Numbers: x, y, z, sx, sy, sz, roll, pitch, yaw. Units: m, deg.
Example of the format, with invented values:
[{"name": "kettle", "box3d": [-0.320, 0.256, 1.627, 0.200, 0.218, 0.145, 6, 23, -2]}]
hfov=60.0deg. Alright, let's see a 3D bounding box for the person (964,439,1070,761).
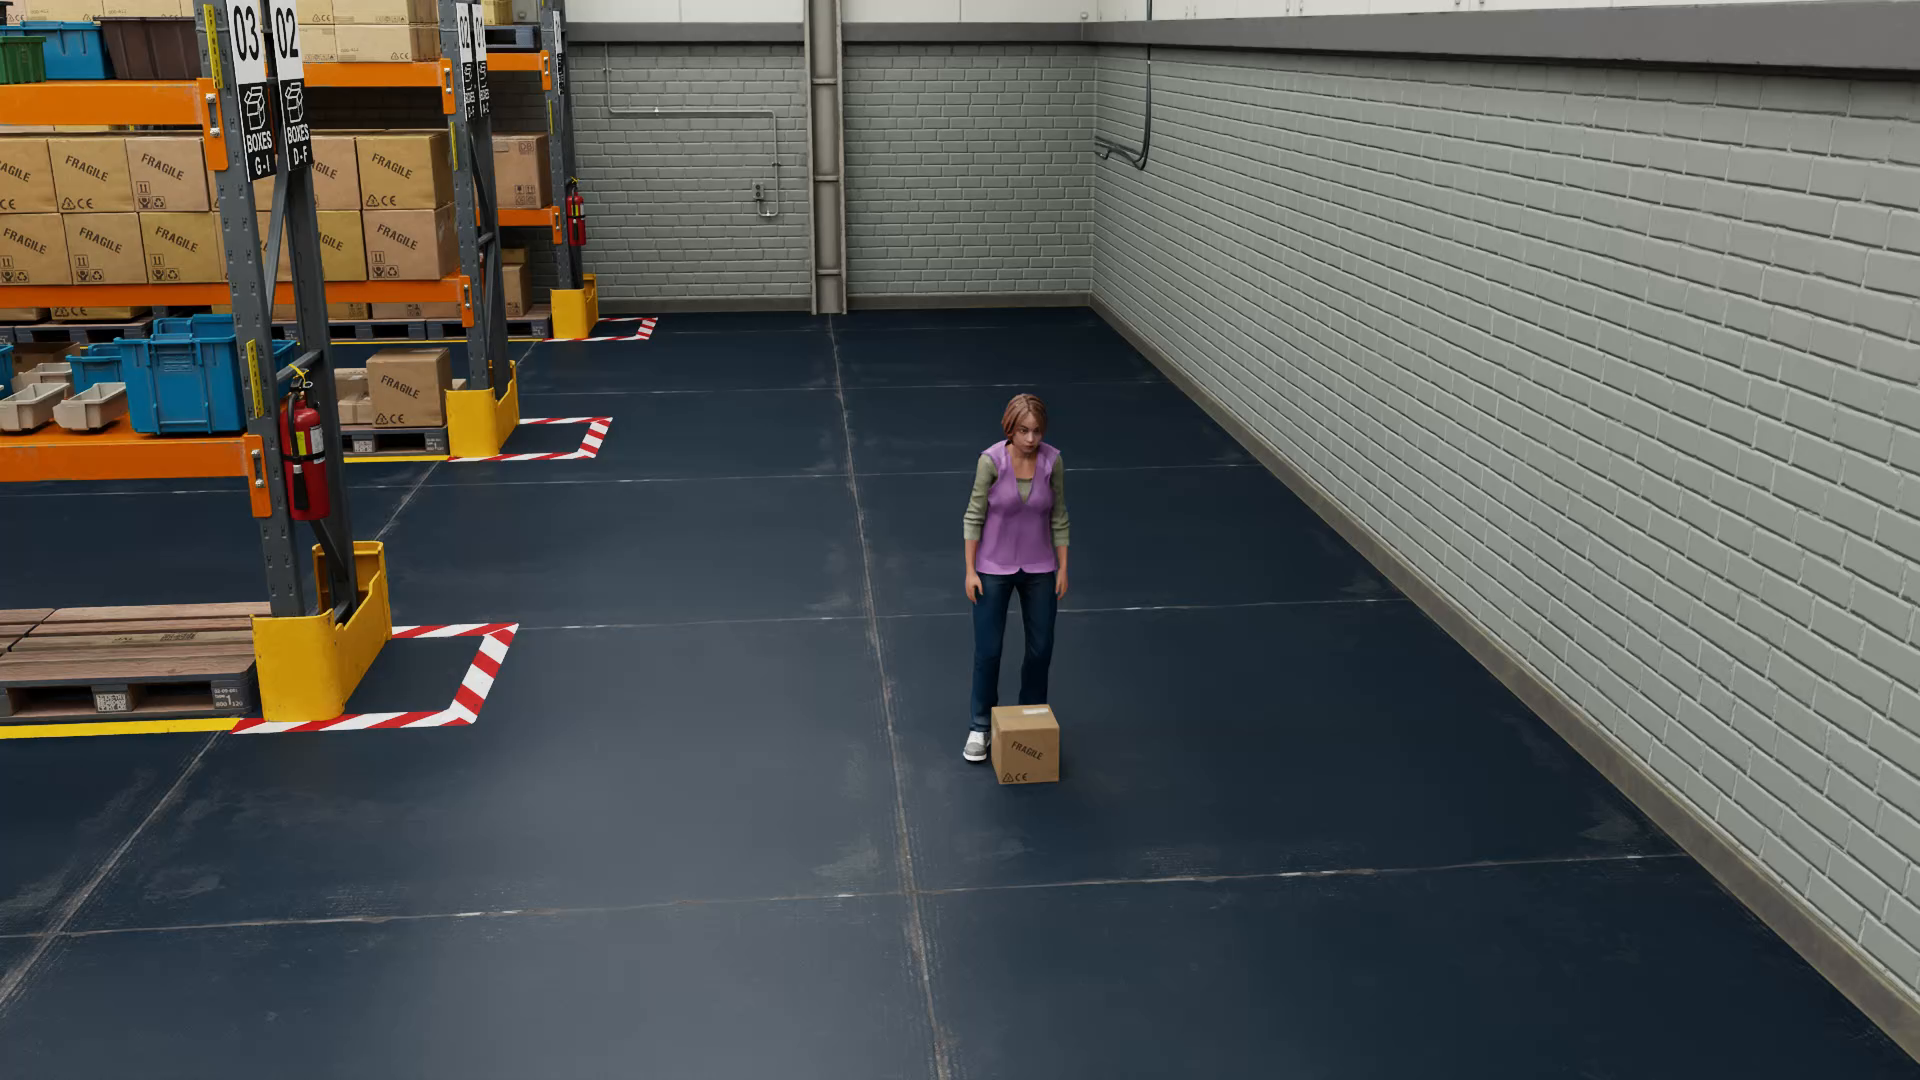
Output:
[{"name": "person", "box3d": [0.239, 0.246, 7.102, 0.472, 1.391, 0.346, -3, 17, -8]}]
